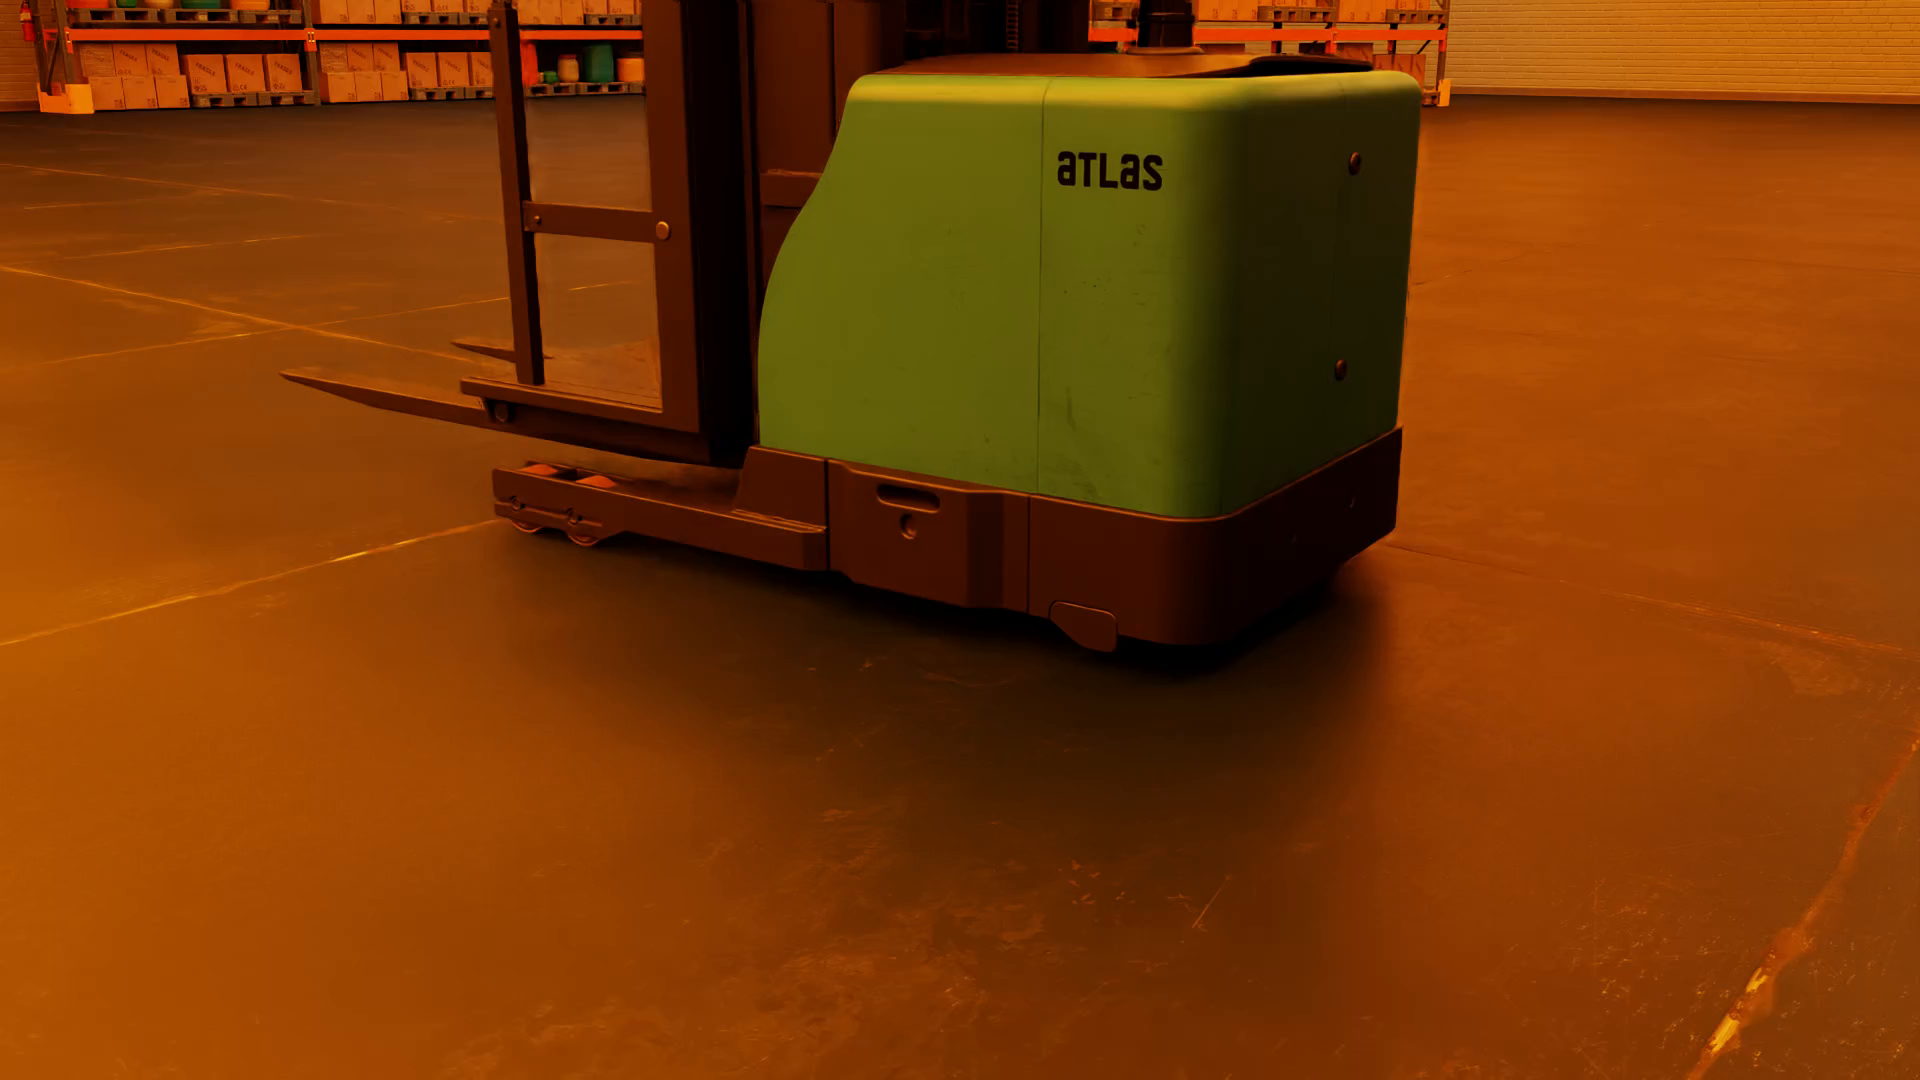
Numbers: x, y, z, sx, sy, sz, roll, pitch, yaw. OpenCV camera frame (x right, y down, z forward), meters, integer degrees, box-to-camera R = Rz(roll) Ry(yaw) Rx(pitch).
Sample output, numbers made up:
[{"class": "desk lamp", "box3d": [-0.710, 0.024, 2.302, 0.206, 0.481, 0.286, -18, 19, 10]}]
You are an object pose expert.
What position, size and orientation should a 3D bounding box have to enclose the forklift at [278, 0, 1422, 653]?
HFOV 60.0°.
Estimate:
[{"class": "forklift", "box3d": [-0.511, -1.500, 3.839, 3.031, 2.935, 1.130, 11, 20, 33]}]
